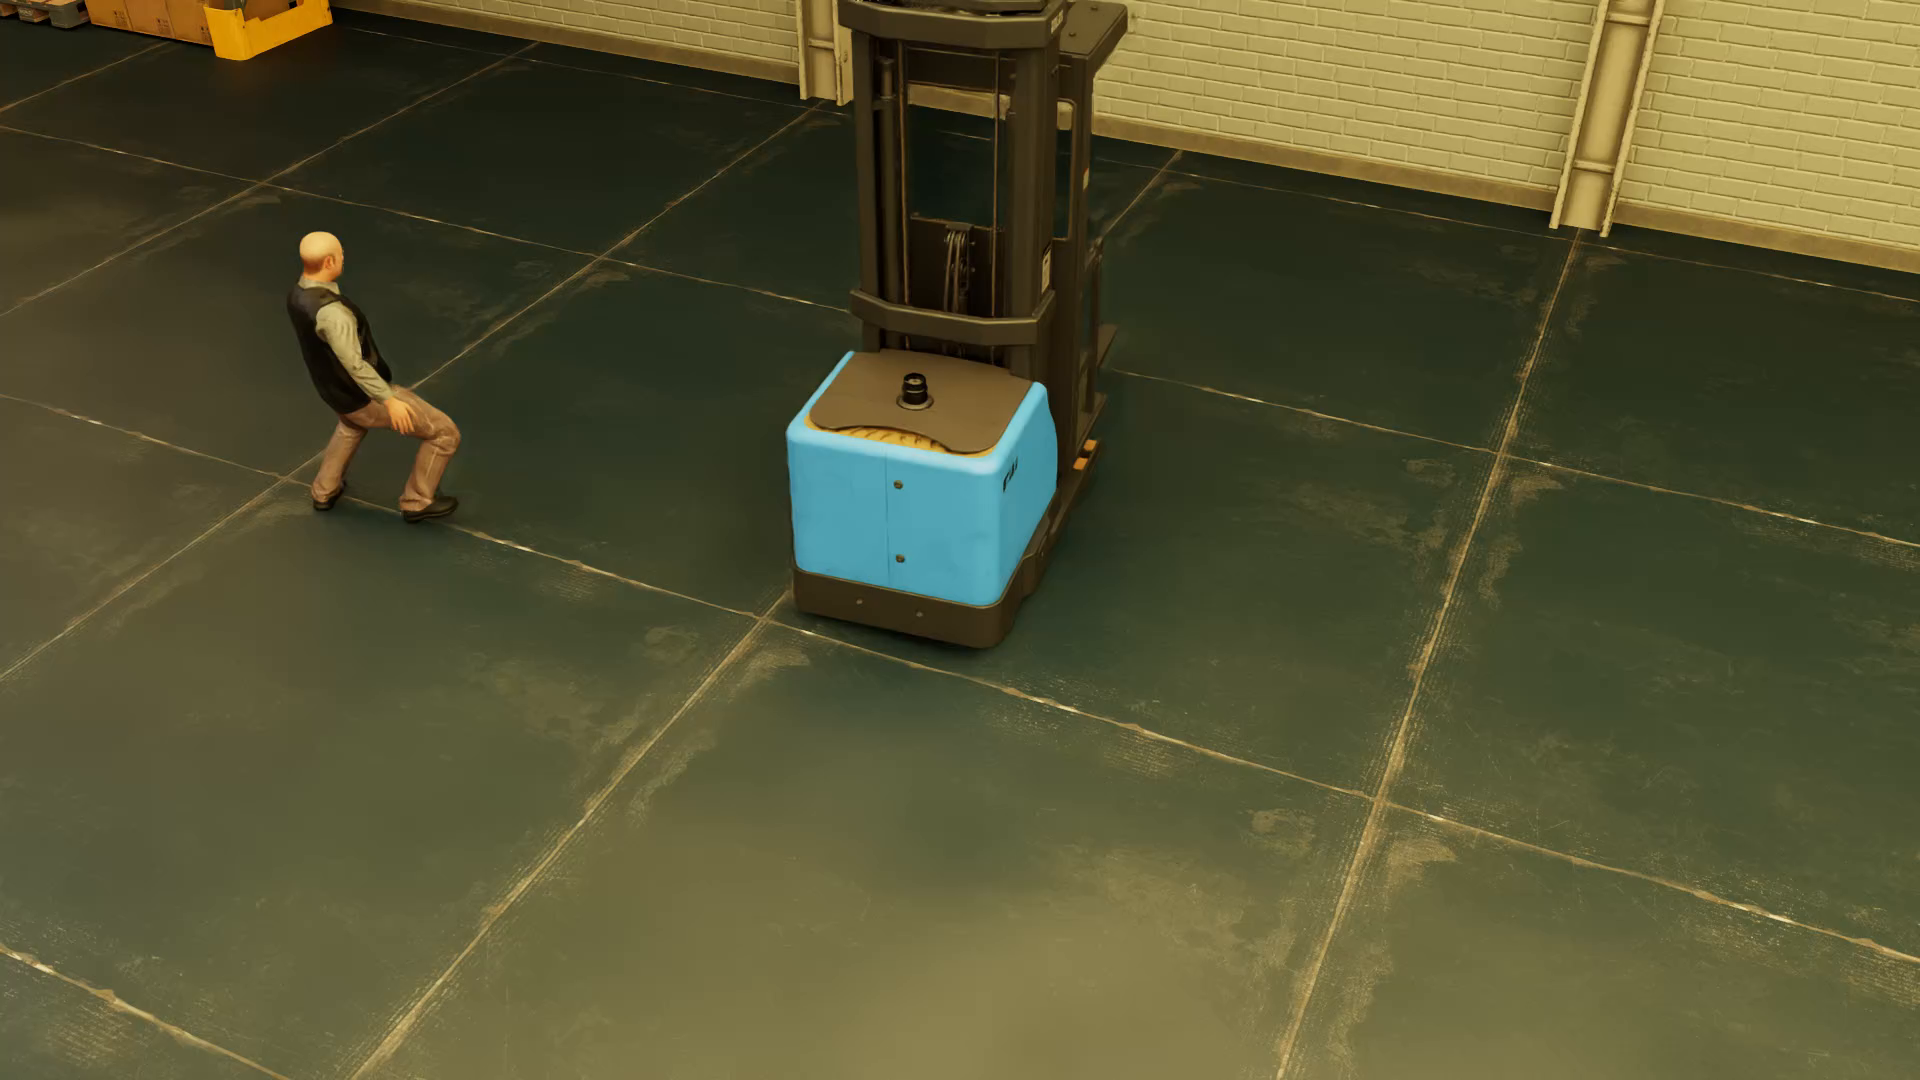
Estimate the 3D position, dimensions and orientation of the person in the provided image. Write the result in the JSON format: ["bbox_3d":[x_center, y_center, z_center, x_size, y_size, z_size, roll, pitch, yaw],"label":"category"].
[{"bbox_3d":[-3.035,-0.819,8.415,0.663,1.599,0.936,-25,42,-30],"label":"person"}]

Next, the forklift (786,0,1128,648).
[{"bbox_3d":[0.147,-1.542,8.248,1.130,2.935,3.031,11,37,15],"label":"forklift"}]
